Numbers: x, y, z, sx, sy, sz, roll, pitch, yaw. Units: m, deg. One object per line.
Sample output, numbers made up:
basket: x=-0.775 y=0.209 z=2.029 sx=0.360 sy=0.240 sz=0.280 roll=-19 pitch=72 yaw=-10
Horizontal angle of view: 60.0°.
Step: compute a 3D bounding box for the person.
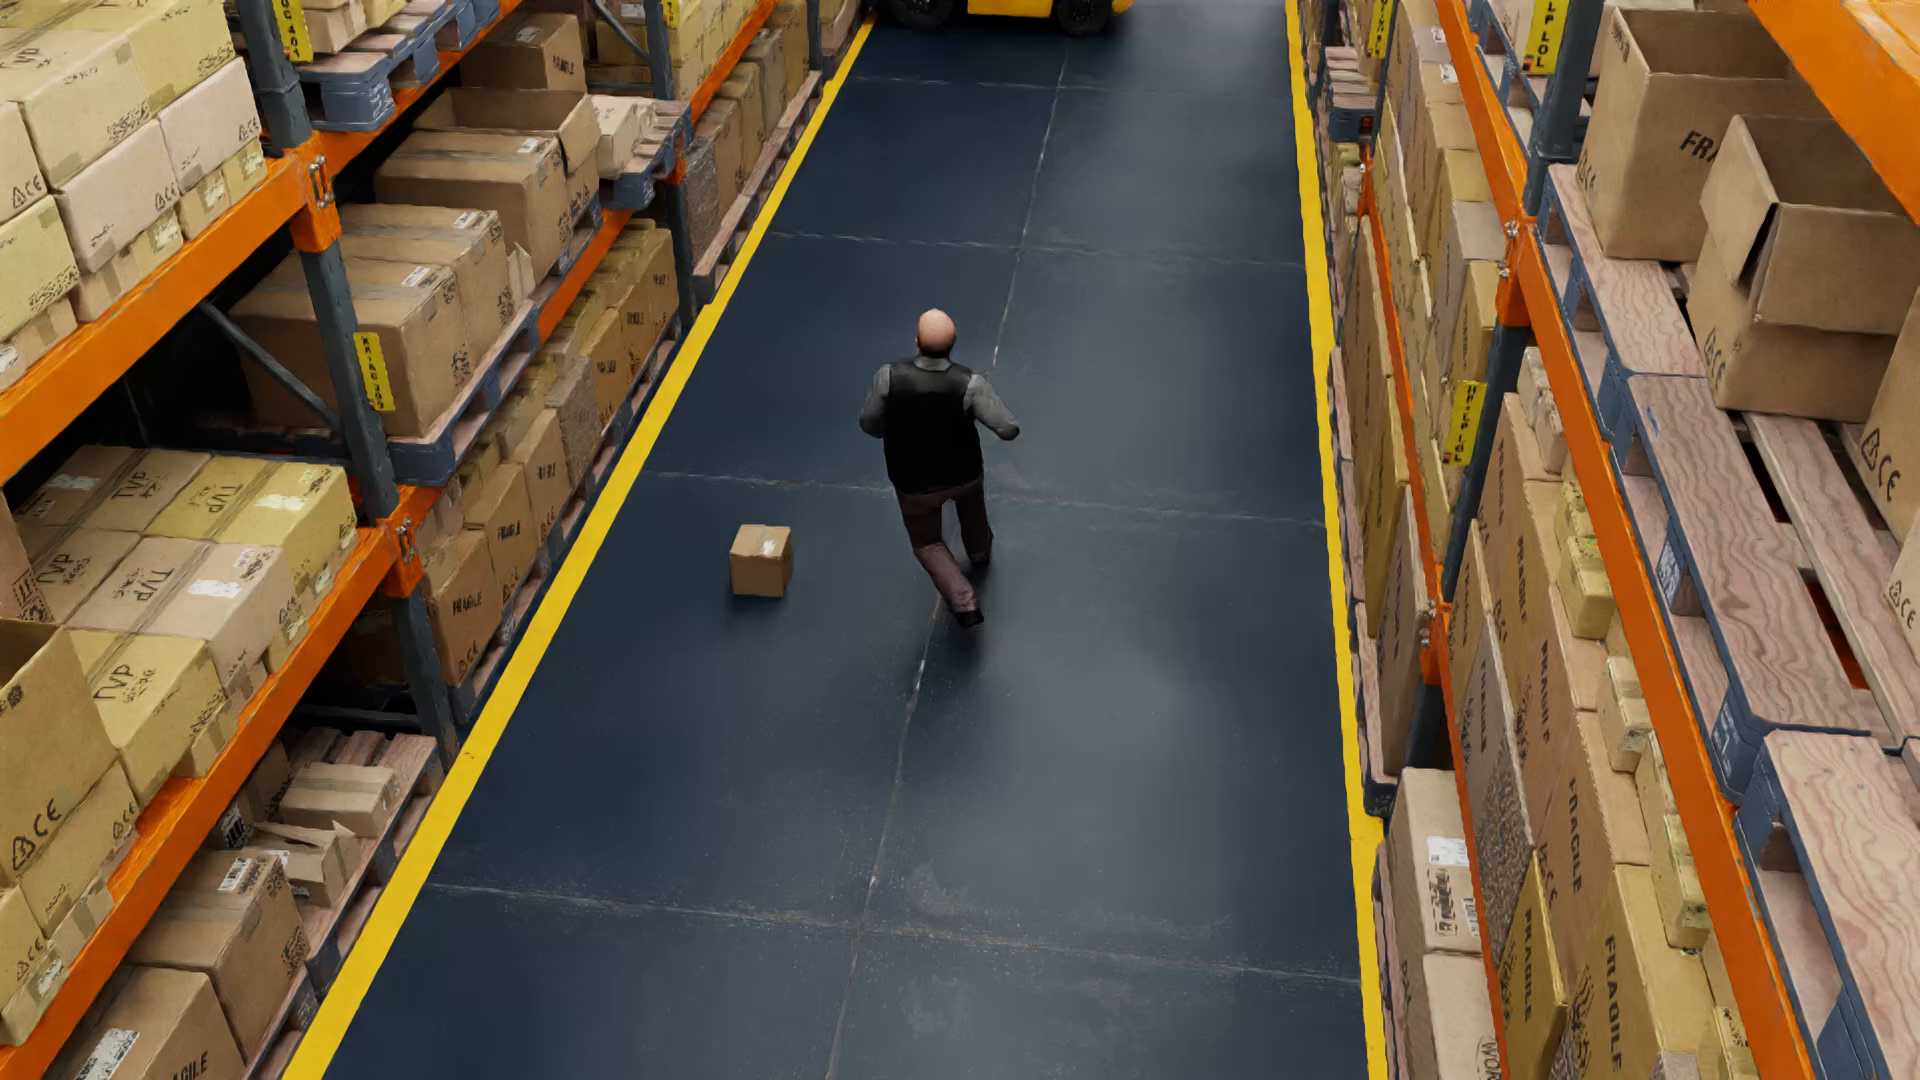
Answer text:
person: x=-0.095 y=-0.355 z=7.655 sx=0.729 sy=1.603 sz=0.983 roll=-8 pitch=37 yaw=-11
